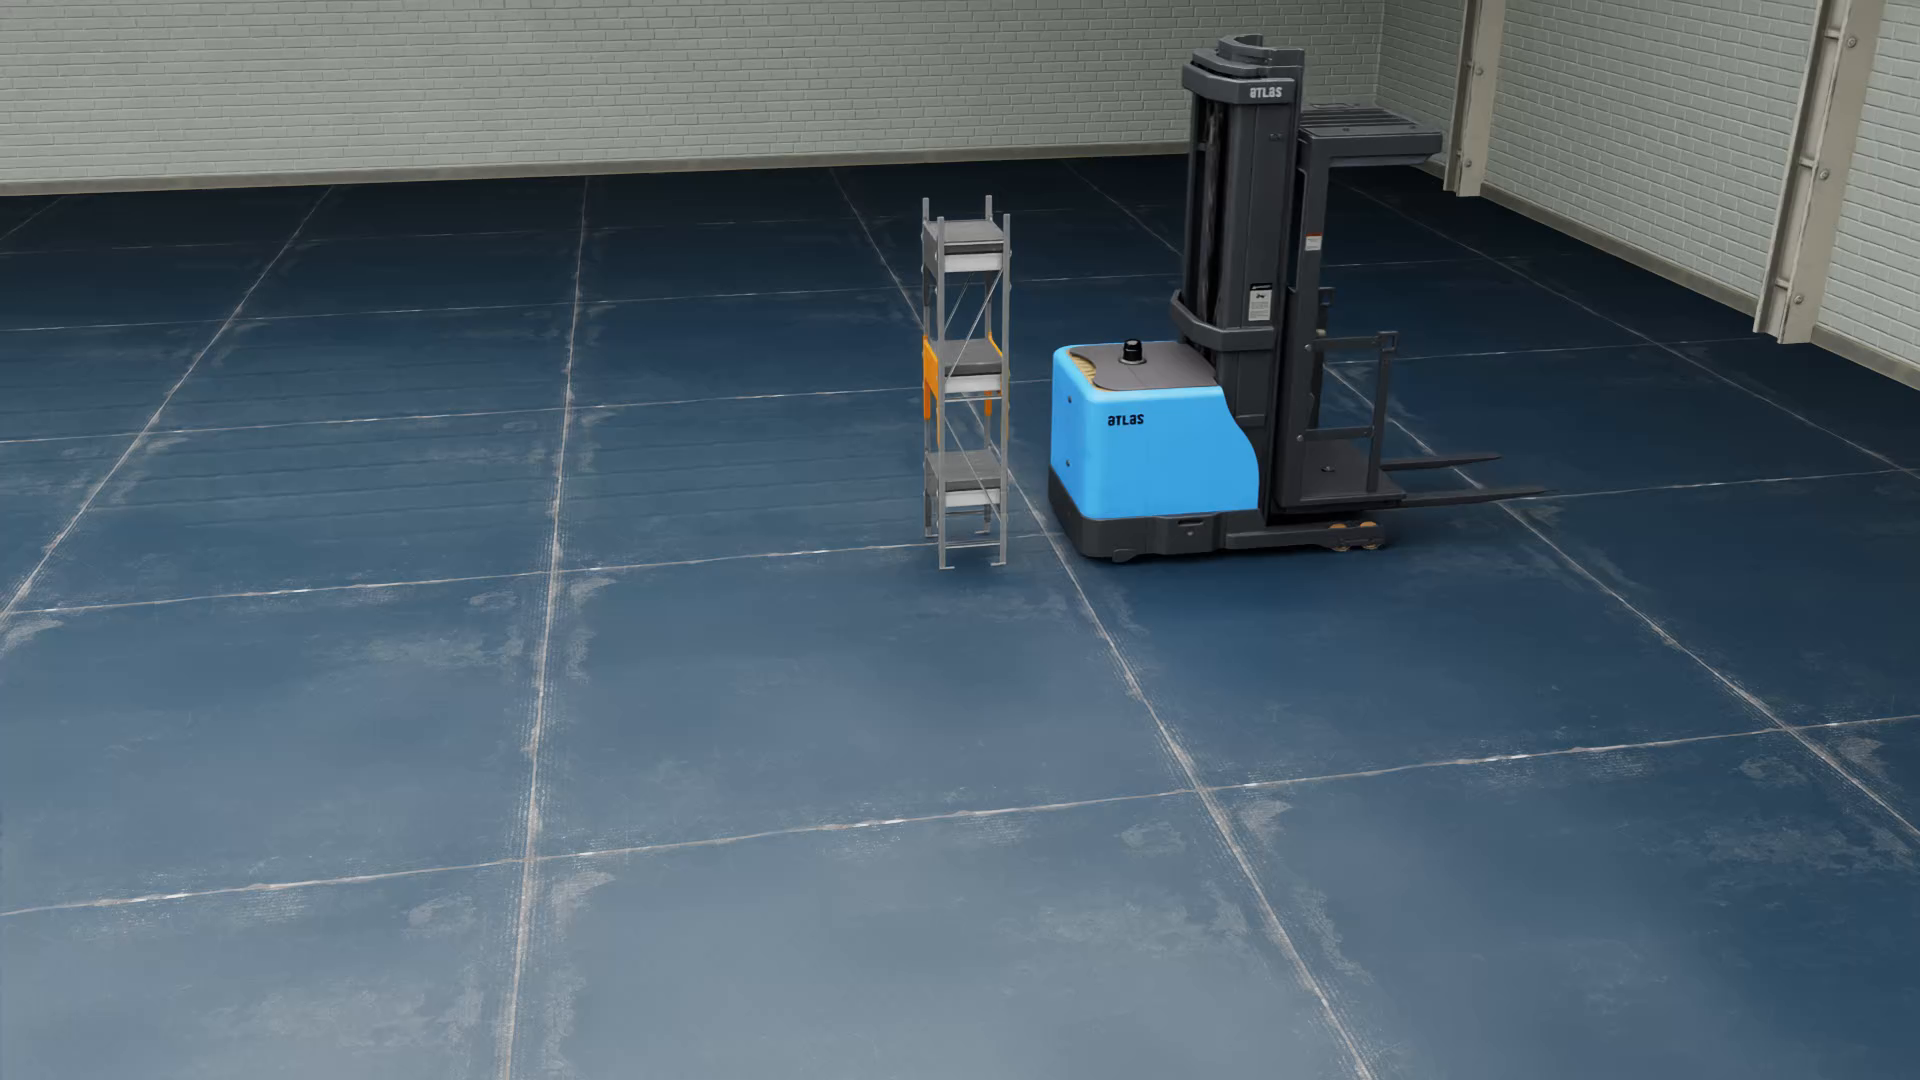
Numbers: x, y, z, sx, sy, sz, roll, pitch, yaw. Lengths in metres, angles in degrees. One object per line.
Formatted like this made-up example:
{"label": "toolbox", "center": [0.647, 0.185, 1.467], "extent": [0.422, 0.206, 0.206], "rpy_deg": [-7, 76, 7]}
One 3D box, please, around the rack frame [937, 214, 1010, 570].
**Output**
{"label": "rack frame", "center": [0.076, -0.801, 9.461], "extent": [0.400, 2.100, 0.015], "rpy_deg": [-4, 24, -10]}

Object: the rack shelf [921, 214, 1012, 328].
{"label": "rack shelf", "center": [0.031, -1.526, 9.406], "extent": [0.431, 0.518, 0.480], "rpy_deg": [-4, 24, -10]}

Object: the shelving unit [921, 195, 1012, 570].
{"label": "shelving unit", "center": [0.031, -0.897, 9.681], "extent": [0.431, 2.100, 0.503], "rpy_deg": [-4, 24, -10]}

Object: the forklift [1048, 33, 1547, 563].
{"label": "forklift", "center": [2.130, -1.477, 9.970], "extent": [3.031, 2.935, 1.130], "rpy_deg": [-4, 24, -9]}

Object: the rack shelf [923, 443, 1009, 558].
{"label": "rack shelf", "center": [0.031, -0.243, 9.966], "extent": [0.431, 0.518, 0.480], "rpy_deg": [-4, 24, -10]}

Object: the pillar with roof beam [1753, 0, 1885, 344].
{"label": "pillar with roof beam", "center": [2.814, -5.550, 11.714], "extent": [9.100, 9.000, 0.400], "rpy_deg": [-4, 24, -10]}

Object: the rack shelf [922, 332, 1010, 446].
{"label": "rack shelf", "center": [0.031, -0.885, 9.686], "extent": [0.431, 0.518, 0.480], "rpy_deg": [-4, 24, -10]}

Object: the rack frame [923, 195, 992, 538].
{"label": "rack frame", "center": [-0.015, -0.993, 9.900], "extent": [0.400, 2.100, 0.015], "rpy_deg": [-4, 24, -10]}

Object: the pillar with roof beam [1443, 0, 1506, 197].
{"label": "pillar with roof beam", "center": [1.705, -7.910, 17.118], "extent": [9.100, 9.000, 0.400], "rpy_deg": [-4, 24, -10]}
